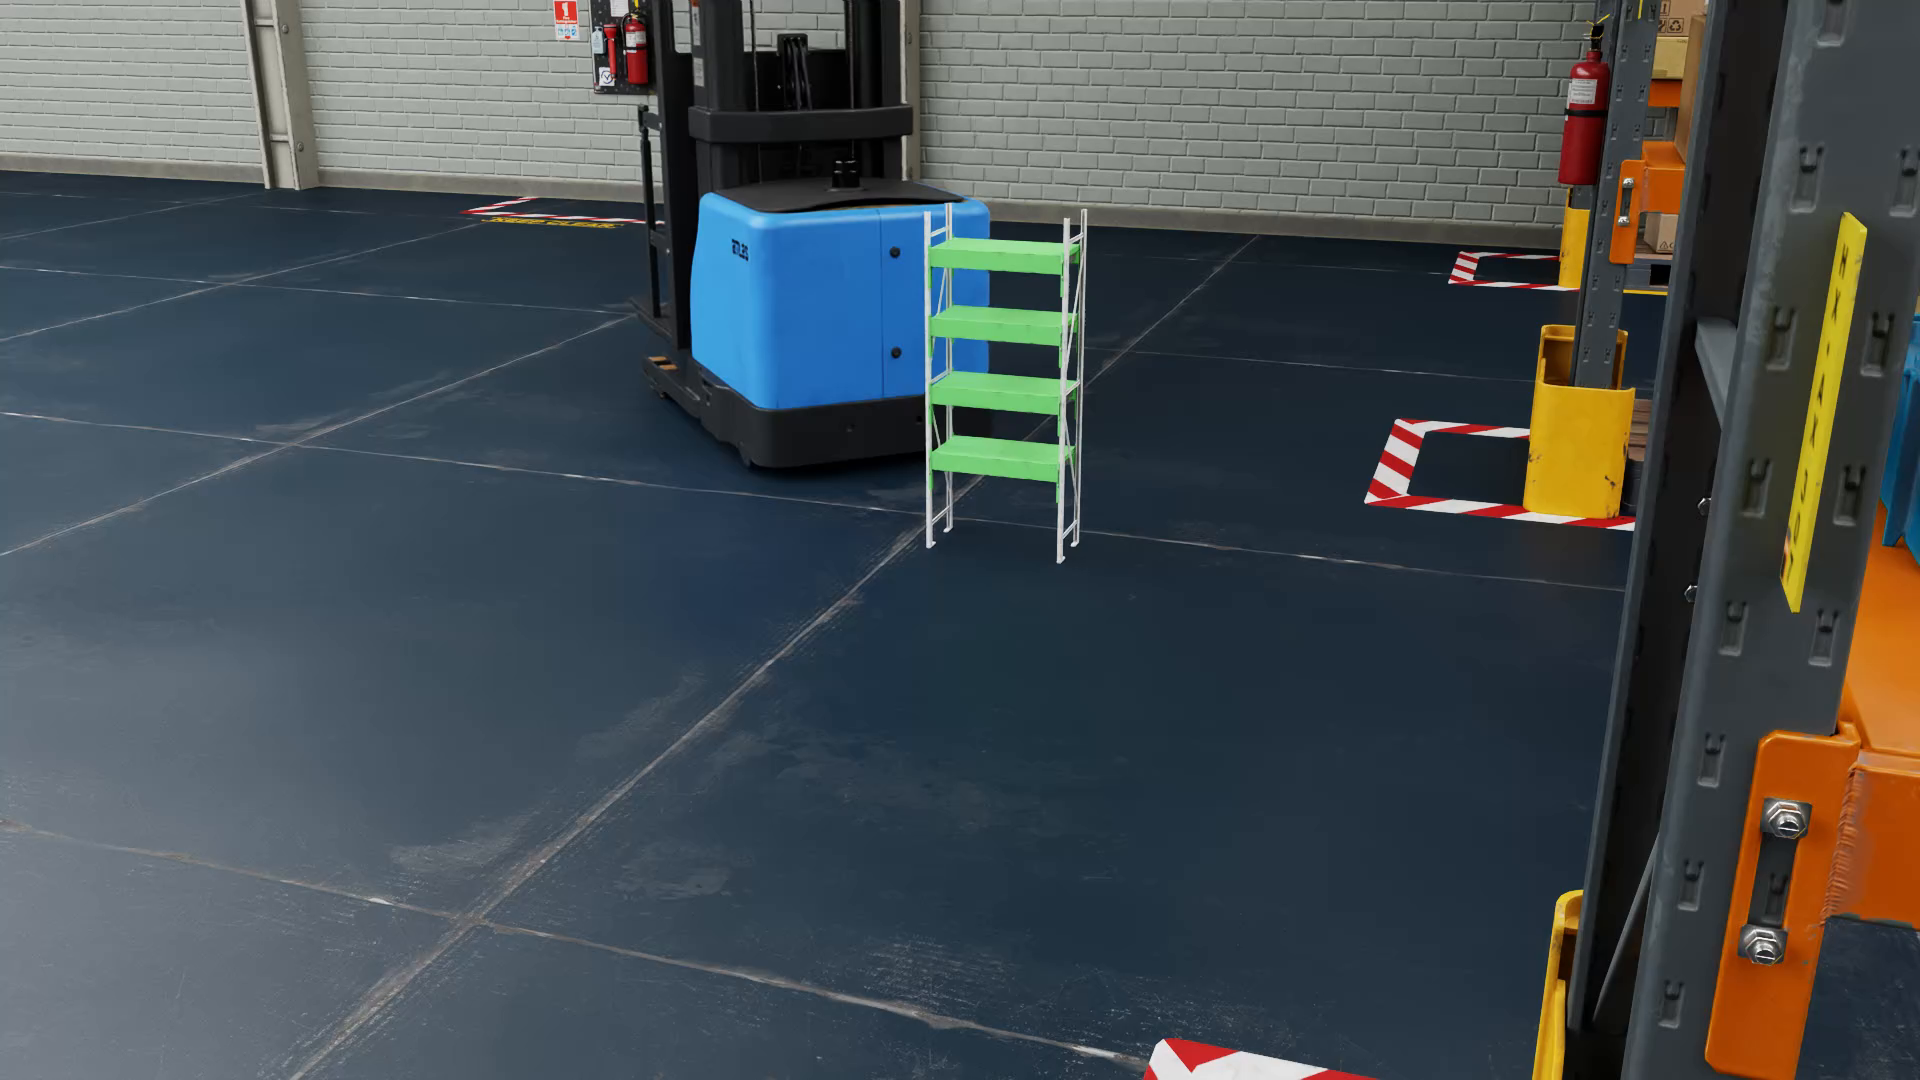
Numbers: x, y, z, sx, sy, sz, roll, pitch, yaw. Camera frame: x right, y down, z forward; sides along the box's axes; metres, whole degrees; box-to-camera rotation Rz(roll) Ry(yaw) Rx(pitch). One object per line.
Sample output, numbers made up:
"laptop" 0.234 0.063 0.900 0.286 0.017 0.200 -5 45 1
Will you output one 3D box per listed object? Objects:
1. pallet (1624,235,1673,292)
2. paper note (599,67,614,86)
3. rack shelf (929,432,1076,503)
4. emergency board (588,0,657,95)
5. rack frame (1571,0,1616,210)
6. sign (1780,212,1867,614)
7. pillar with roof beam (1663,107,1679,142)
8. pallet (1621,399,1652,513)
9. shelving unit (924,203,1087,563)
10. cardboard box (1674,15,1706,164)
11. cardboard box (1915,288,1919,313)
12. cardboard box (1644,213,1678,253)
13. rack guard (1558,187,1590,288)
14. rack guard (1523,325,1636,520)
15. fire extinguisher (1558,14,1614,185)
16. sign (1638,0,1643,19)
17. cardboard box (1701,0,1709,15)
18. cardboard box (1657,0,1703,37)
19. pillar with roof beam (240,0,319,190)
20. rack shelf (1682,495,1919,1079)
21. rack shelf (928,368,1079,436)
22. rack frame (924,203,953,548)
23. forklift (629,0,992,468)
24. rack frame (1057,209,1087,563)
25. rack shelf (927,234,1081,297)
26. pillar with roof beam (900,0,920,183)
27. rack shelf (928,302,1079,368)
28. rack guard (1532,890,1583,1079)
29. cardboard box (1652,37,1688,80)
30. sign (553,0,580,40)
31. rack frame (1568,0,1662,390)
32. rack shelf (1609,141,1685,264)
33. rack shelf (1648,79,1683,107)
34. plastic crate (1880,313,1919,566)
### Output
"pallet" 4.989 -1.802 10.926 1.213 0.211 1.003 7 20 18
"paper note" -3.028 -3.971 14.249 0.142 0.148 0.016 7 20 18
"rack shelf" 0.156 -0.262 5.927 0.480 0.148 0.258 7 20 18
"emergency board" -2.883 -4.346 13.987 0.643 1.169 0.194 7 20 18
"rack frame" 4.161 -3.226 10.773 0.127 3.000 1.000 7 20 18
"sign" 0.725 -0.106 1.402 0.005 0.325 0.100 7 20 18
"pillar with roof beam" 3.693 -4.914 6.501 0.400 9.000 9.100 7 20 18
"pallet" 3.275 -0.299 6.613 1.213 0.211 1.003 7 20 18
"shelving unit" 0.156 -0.549 5.827 0.503 1.200 0.258 7 20 18
"cardboard box" 2.976 -1.678 6.181 0.500 0.500 0.700 7 20 18
"cardboard box" 3.445 -0.759 6.096 0.500 0.500 0.500 7 20 18
"cardboard box" 4.785 -2.061 10.849 0.500 0.311 0.500 4 20 12
"rack guard" 4.233 -2.037 11.161 0.348 0.500 1.175 7 20 18
"rack guard" 2.516 -0.507 6.773 0.348 0.500 1.175 7 20 18
"fire extinguisher" 2.580 -1.806 6.817 0.183 0.674 0.296 7 20 18
"sign" 2.351 -1.960 5.705 0.005 0.325 0.100 7 20 18
"cardboard box" 2.962 -2.057 6.282 0.250 0.149 0.380 6 20 17
"cardboard box" 4.513 -3.374 10.255 0.500 0.500 0.500 7 20 18
"pillar with roof beam" -7.642 -6.210 10.219 0.400 9.000 9.100 7 20 18
"rack shelf" 2.799 0.410 1.435 4.000 0.370 1.077 7 20 18
"rack shelf" 0.156 -0.488 5.848 0.480 0.148 0.258 7 20 18
"rack frame" -0.074 -0.575 5.903 0.015 1.200 0.240 7 20 18
"forklift" -0.922 -2.118 7.701 1.130 2.935 3.031 -8 21 -22
"rack frame" 0.387 -0.522 5.752 0.015 1.200 0.240 7 20 18
"rack shelf" 0.156 -0.942 5.690 0.480 0.148 0.258 7 20 18
"pillar with roof beam" -1.974 -5.562 8.360 0.400 9.000 9.100 7 20 18
"rack shelf" 0.156 -0.715 5.769 0.480 0.148 0.258 7 20 18
"rack guard" 0.997 1.028 2.366 0.348 0.500 1.175 7 20 18
"cardboard box" 4.518 -3.013 10.360 0.500 0.250 0.500 6 20 16
"sign" -3.372 -4.455 14.245 0.234 0.329 0.001 7 20 18
"rack frame" 2.539 -1.685 6.354 0.127 3.000 1.000 7 20 18
"rack shelf" 4.428 -1.130 5.852 4.000 0.370 1.077 7 20 18
"rack shelf" 6.050 -2.670 10.272 4.000 0.370 1.077 7 20 18
"plastic crate" 1.481 -0.114 2.073 0.616 0.251 0.499 7 20 18
